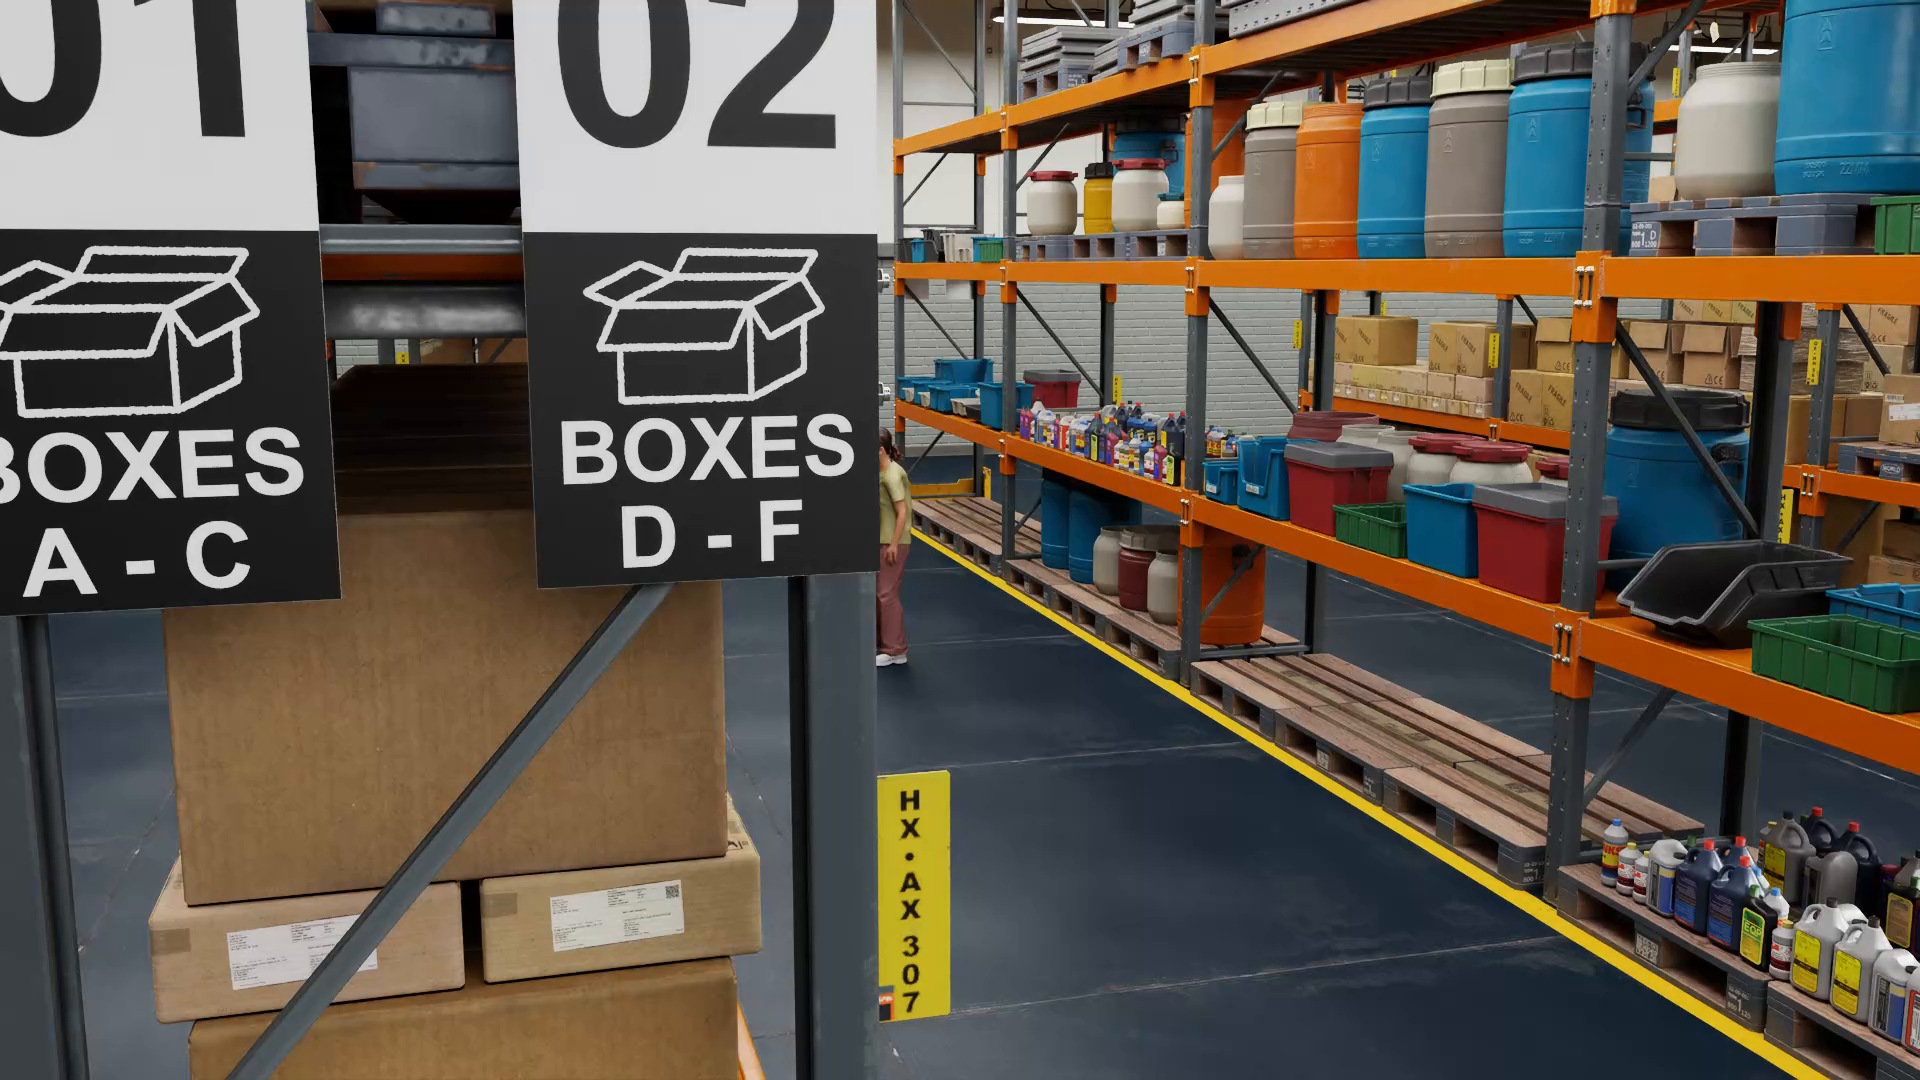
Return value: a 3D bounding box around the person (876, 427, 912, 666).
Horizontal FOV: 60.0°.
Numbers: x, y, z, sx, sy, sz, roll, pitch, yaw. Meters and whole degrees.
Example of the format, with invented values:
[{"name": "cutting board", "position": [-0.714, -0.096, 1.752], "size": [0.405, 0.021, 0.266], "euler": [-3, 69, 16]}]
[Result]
[{"name": "person", "position": [-0.524, 0.034, 11.677], "size": [0.360, 1.672, 0.497], "euler": [-3, 10, -16]}]
